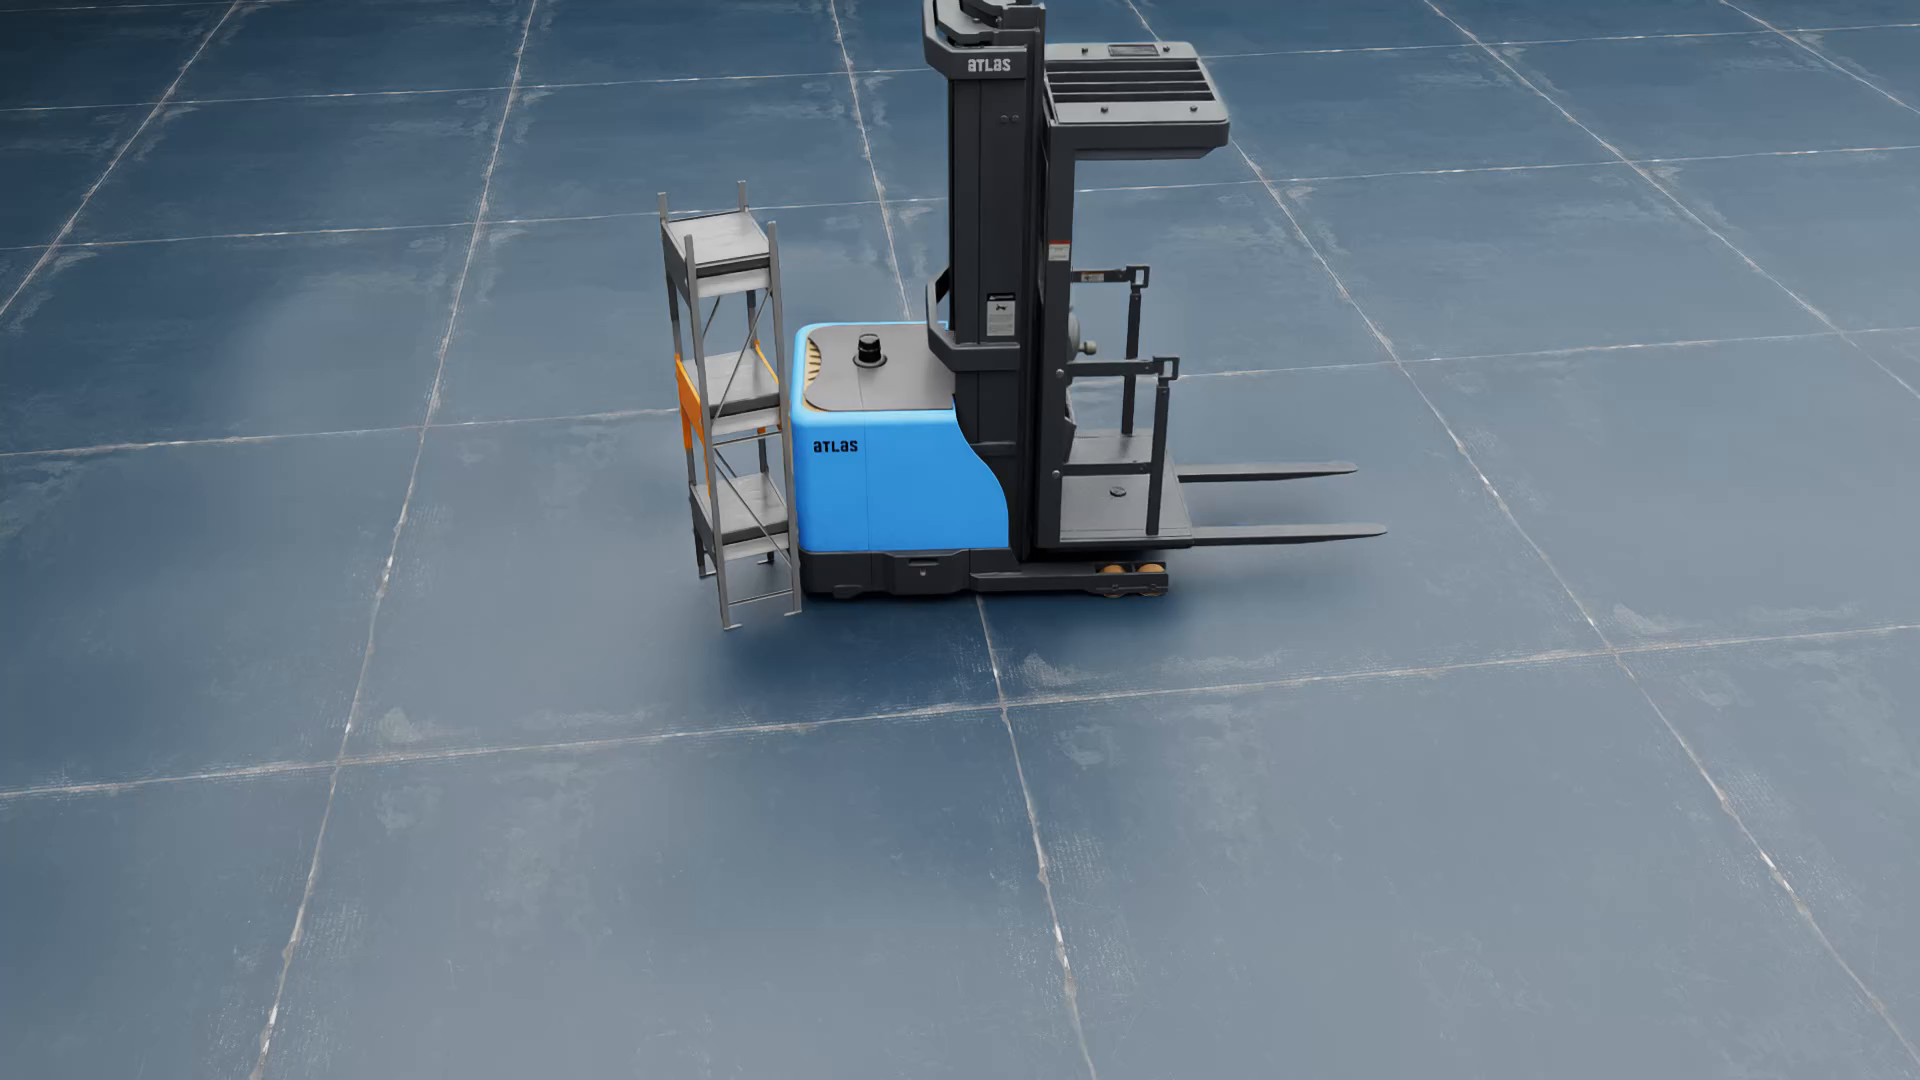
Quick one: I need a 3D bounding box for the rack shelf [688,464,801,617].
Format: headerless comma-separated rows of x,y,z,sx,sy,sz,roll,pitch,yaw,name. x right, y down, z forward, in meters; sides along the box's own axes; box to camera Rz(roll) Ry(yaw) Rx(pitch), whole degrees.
-1.071,-0.001,8.283,0.431,0.518,0.480,-12,36,-18,rack shelf

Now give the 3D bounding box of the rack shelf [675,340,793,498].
-1.071,-0.579,7.888,0.431,0.518,0.480,-12,36,-18,rack shelf

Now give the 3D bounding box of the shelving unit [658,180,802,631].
-1.071,-0.591,7.881,0.431,2.100,0.503,-12,36,-18,shelving unit

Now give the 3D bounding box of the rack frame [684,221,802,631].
-0.982,-0.463,7.693,0.400,2.100,0.015,-12,36,-18,rack frame

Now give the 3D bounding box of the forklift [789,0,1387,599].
0.670,-1.216,8.060,3.031,2.935,1.130,-1,34,-2,forklift

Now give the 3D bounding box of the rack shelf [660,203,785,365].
-1.071,-1.158,7.494,0.431,0.518,0.480,-12,36,-18,rack shelf

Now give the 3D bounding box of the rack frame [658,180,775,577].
-1.160,-0.719,8.069,0.400,2.100,0.015,-12,36,-18,rack frame
